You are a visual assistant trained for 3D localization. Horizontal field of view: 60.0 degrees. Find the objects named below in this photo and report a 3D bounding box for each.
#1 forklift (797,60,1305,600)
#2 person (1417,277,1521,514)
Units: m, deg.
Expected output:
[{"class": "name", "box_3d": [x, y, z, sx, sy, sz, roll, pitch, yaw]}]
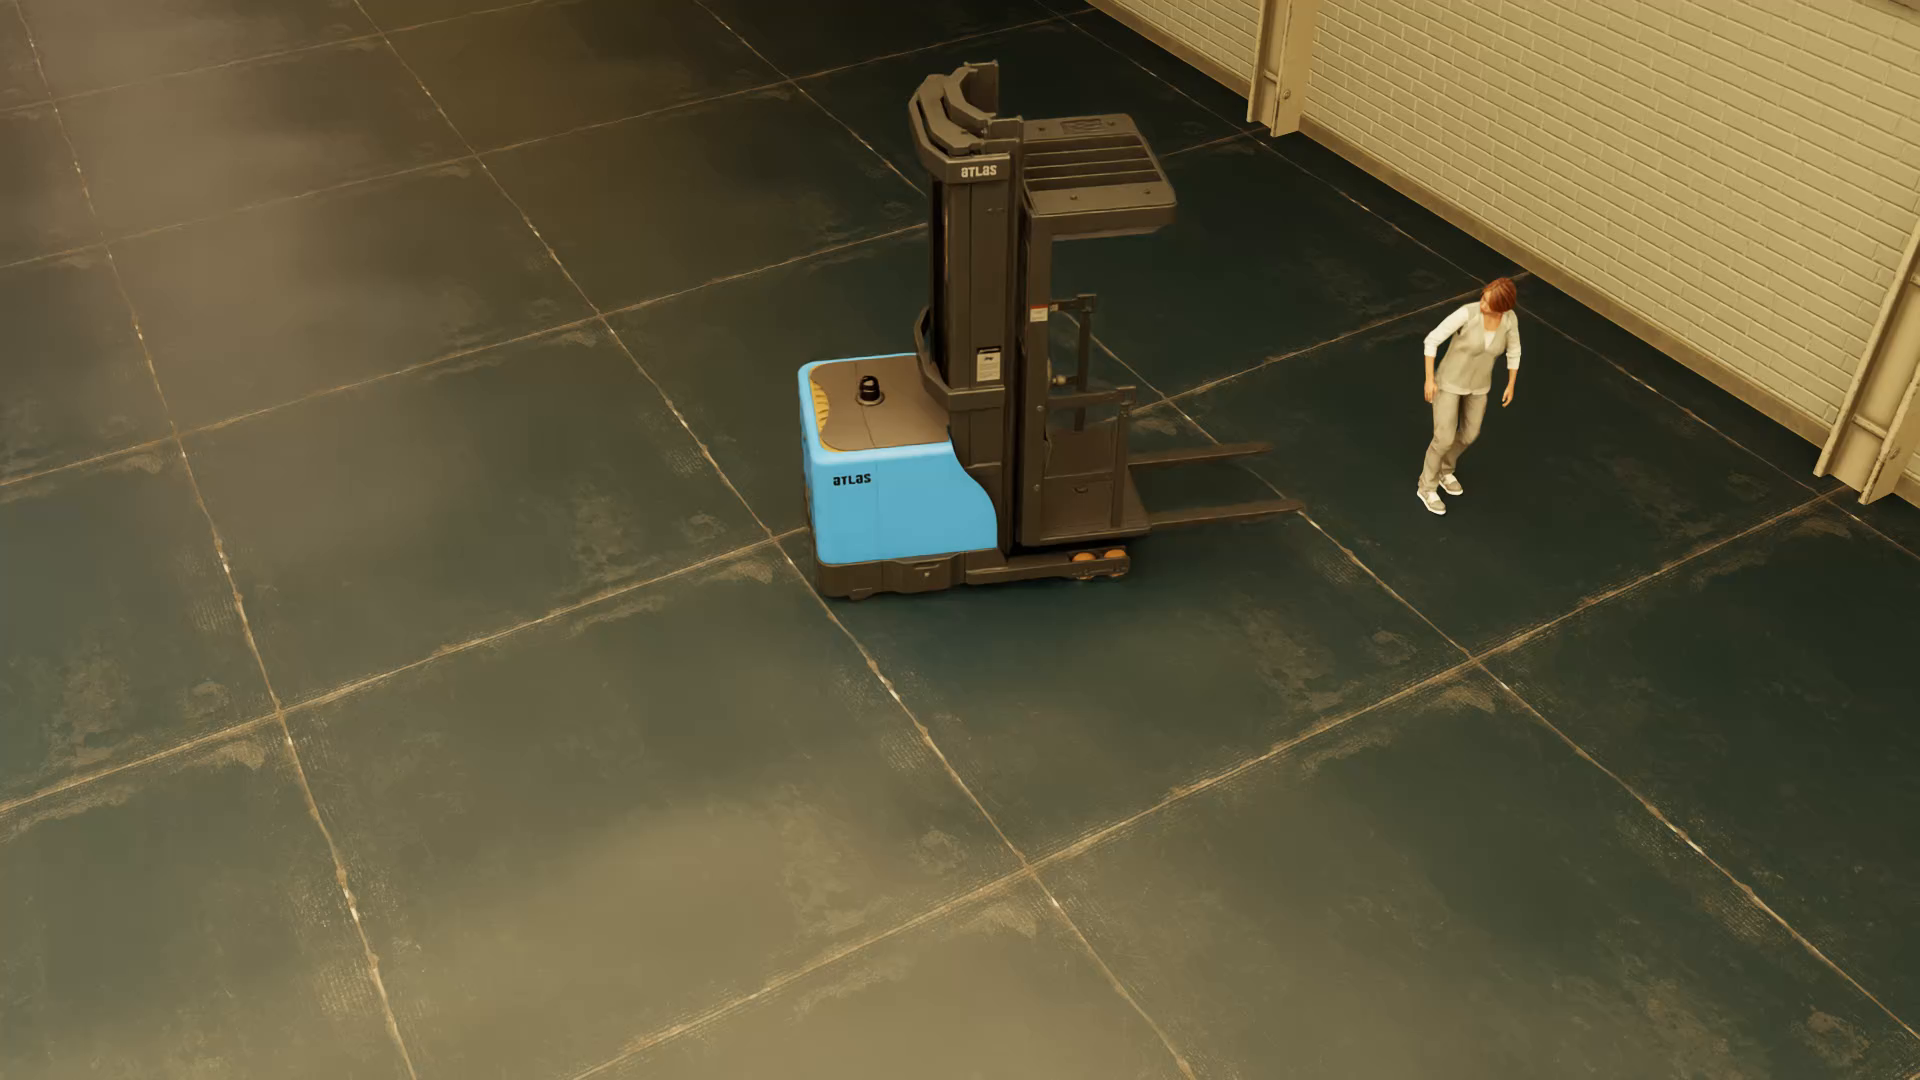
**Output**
[{"class": "forklift", "box_3d": [0.580, -1.215, 9.501, 3.031, 2.935, 1.130, -6, 40, -7]}, {"class": "person", "box_3d": [3.131, -0.907, 10.197, 0.621, 1.577, 0.447, -9, 40, -10]}]
